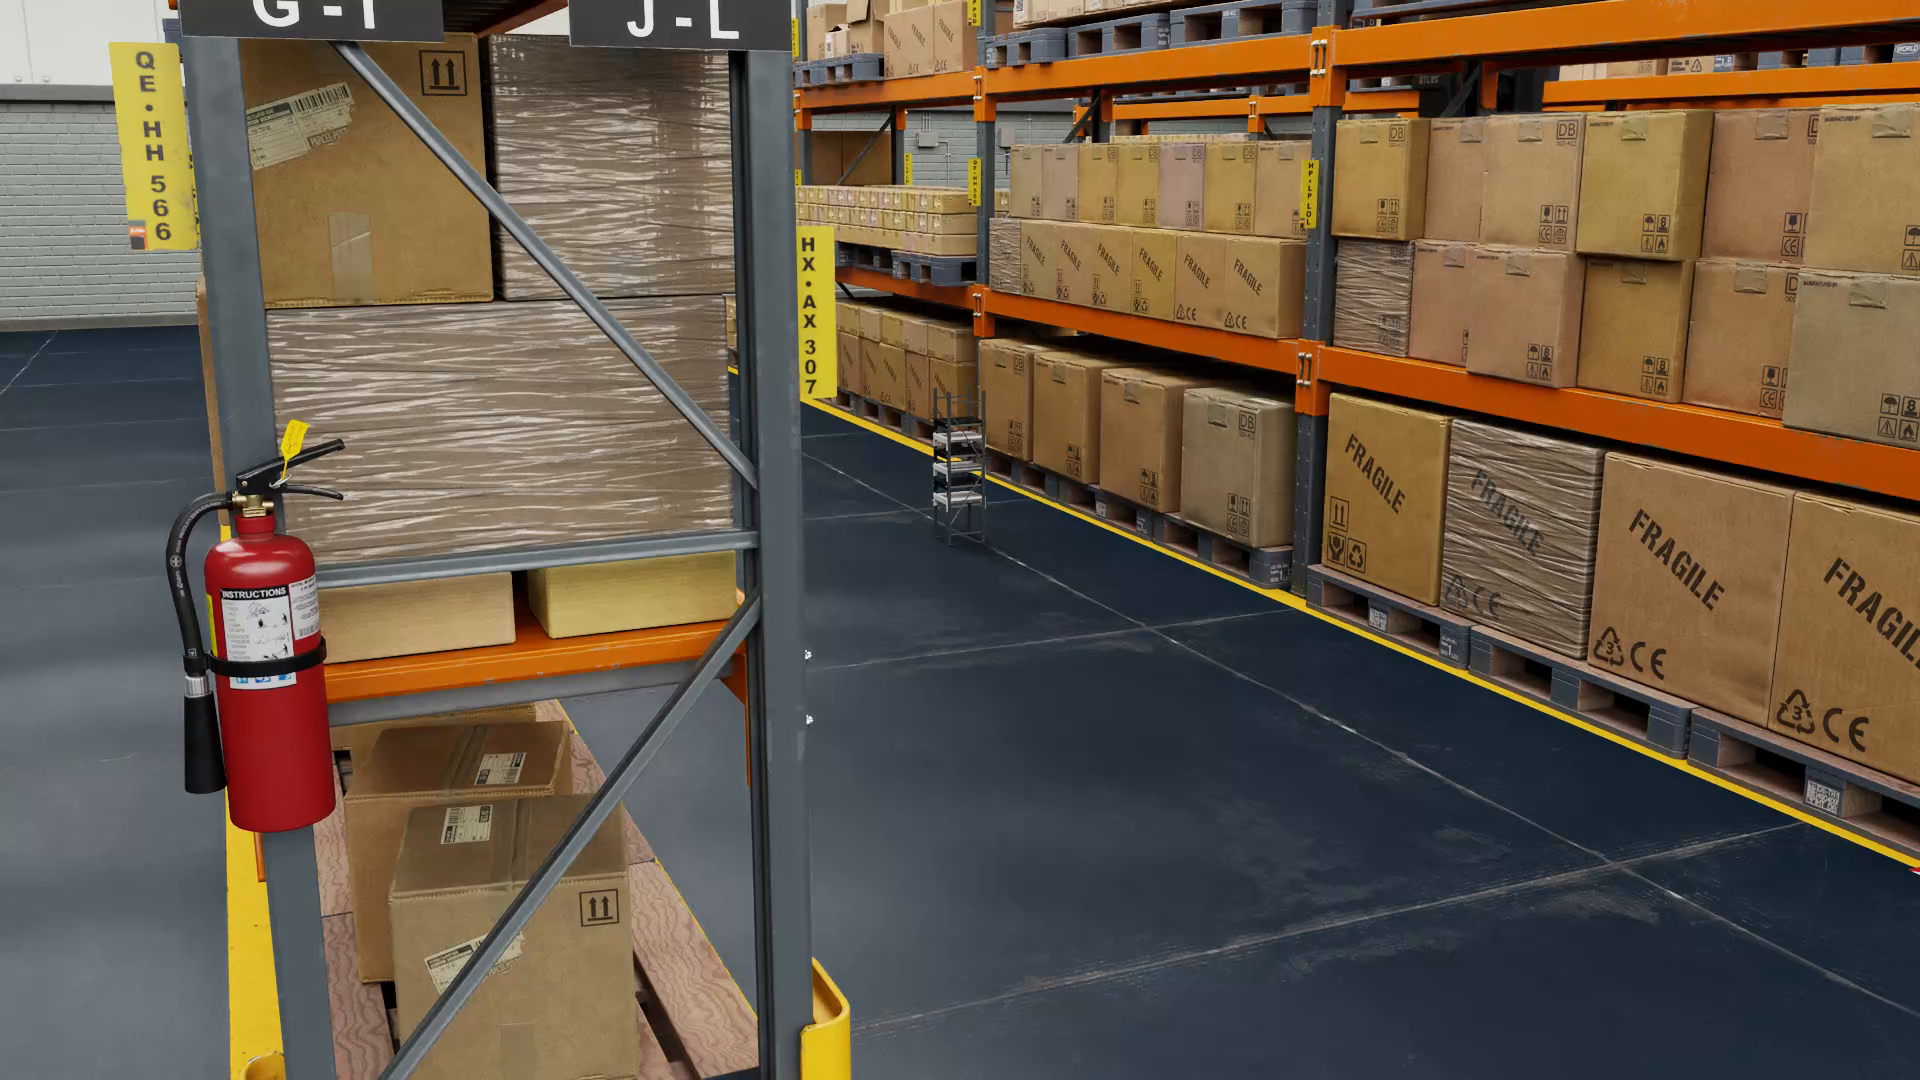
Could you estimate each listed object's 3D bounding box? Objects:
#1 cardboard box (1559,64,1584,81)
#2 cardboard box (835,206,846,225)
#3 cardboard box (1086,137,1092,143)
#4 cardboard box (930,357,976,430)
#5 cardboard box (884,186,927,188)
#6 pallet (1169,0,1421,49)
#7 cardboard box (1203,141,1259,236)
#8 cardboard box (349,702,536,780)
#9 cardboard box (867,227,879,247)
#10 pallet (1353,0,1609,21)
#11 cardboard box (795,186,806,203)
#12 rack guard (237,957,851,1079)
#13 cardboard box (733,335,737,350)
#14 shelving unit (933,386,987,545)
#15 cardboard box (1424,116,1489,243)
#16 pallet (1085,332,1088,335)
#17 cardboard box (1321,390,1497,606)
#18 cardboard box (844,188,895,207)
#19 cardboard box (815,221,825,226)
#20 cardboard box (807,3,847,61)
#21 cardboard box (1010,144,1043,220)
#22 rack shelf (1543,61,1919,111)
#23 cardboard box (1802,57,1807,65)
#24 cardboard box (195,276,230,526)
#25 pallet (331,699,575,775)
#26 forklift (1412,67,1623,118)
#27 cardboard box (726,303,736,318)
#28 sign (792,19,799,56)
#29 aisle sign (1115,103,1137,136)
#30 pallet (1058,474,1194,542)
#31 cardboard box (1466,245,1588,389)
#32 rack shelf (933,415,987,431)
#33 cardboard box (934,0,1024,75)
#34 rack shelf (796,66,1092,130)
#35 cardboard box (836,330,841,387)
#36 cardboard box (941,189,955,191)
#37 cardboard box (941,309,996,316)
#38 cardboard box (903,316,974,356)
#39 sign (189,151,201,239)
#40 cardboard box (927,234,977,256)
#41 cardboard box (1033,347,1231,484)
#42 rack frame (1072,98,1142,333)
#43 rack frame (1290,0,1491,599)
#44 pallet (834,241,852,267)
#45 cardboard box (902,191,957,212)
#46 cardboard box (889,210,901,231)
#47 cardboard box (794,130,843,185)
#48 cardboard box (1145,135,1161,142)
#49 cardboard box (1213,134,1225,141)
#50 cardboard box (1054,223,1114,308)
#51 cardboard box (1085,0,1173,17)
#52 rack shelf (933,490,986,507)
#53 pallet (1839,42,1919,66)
[{"bbox_3d":[5.064,-3.767,13.397,0.380,0.149,0.250,-6,14,-23],"label":"cardboard box"},{"bbox_3d":[-0.843,-2.755,14.087,0.380,0.149,0.250,-5,14,-21],"label":"cardboard box"},{"bbox_3d":[1.778,-4.914,20.574,0.380,0.149,0.250,-5,14,-22],"label":"cardboard box"},{"bbox_3d":[0.096,-1.139,12.752,0.500,0.500,0.500,-6,14,-23],"label":"cardboard box"},{"bbox_3d":[-0.454,-3.064,14.764,0.380,0.149,0.250,-6,14,-25],"label":"cardboard box"},{"bbox_3d":[1.789,-2.767,8.944,0.805,0.209,1.217,-6,14,-25],"label":"pallet"},{"bbox_3d":[1.789,-1.958,9.237,0.700,0.500,0.500,-6,14,-24],"label":"cardboard box"},{"bbox_3d":[-1.521,0.671,4.930,0.500,0.500,0.500,-4,14,-18],"label":"cardboard box"},{"bbox_3d":[-0.529,-2.448,13.421,0.380,0.149,0.250,-5,14,-21],"label":"cardboard box"},{"bbox_3d":[2.519,-2.462,7.399,1.003,0.211,1.213,-6,14,-23],"label":"pallet"},{"bbox_3d":[-1.267,-3.116,14.986,0.380,0.149,0.250,-5,14,-20],"label":"cardboard box"},{"bbox_3d":[-0.812,1.242,3.395,1.175,0.500,0.348,-6,14,-23],"label":"rack guard"},{"bbox_3d":[-2.192,-2.108,17.717,0.380,0.149,0.250,-6,14,-26],"label":"cardboard box"},{"bbox_3d":[-0.003,-0.440,9.776,0.258,0.900,0.210,-6,14,-23],"label":"shelving unit"},{"bbox_3d":[2.644,-1.630,7.535,0.875,0.550,0.550,-6,14,-23],"label":"cardboard box"},{"bbox_3d":[2.281,-2.644,20.827,1.003,0.211,1.213,-6,14,-23],"label":"pallet"},{"bbox_3d":[2.389,-0.247,8.065,0.875,0.875,0.875,-5,14,-22],"label":"cardboard box"},{"bbox_3d":[-0.748,-2.849,13.832,0.380,0.149,0.250,-5,14,-21],"label":"cardboard box"},{"bbox_3d":[-1.054,-2.717,14.583,0.380,0.149,0.250,-6,14,-23],"label":"cardboard box"},{"bbox_3d":[-0.953,-4.493,14.825,0.700,0.500,0.500,-6,14,-23],"label":"cardboard box"},{"bbox_3d":[0.769,-2.482,11.504,0.700,0.500,0.500,-6,14,-23],"label":"cardboard box"},{"bbox_3d":[5.895,-3.206,12.012,1.077,0.370,4.000,-6,14,-23],"label":"rack shelf"},{"bbox_3d":[8.786,-4.859,17.010,0.380,0.149,0.250,-5,14,-21],"label":"cardboard box"},{"bbox_3d":[-1.287,-0.362,3.902,0.875,0.500,0.500,-6,14,-23],"label":"cardboard box"},{"bbox_3d":[-2.083,0.707,6.345,1.003,0.211,1.213,-6,14,-23],"label":"pallet"},{"bbox_3d":[3.879,-1.850,11.363,1.130,2.935,3.031,-7,15,-29],"label":"forklift"},{"bbox_3d":[-2.328,-2.506,18.117,0.380,0.149,0.250,-6,14,-26],"label":"cardboard box"},{"bbox_3d":[-1.498,-4.529,14.988,0.100,0.325,0.005,-6,14,-23],"label":"sign"},{"bbox_3d":[2.144,-5.470,21.088,0.394,0.787,0.004,-6,14,-23],"label":"aisle sign"},{"bbox_3d":[1.330,-0.260,10.526,1.003,0.211,1.213,-6,14,-23],"label":"pallet"},{"bbox_3d":[2.709,-0.978,7.110,0.875,0.550,0.550,-6,14,-23],"label":"cardboard box"},{"bbox_3d":[-0.003,-0.671,9.722,0.258,0.077,0.200,-6,14,-23],"label":"rack shelf"},{"bbox_3d":[0.137,-3.645,12.093,0.500,0.500,0.500,-6,14,-23],"label":"cardboard box"},{"bbox_3d":[-0.202,-3.564,13.560,1.077,0.370,4.000,-6,14,-23],"label":"rack shelf"},{"bbox_3d":[-0.951,-1.677,15.074,0.500,0.500,0.500,-5,14,-21],"label":"cardboard box"},{"bbox_3d":[0.063,-2.797,13.607,0.380,0.149,0.250,-5,14,-21],"label":"cardboard box"},{"bbox_3d":[0.155,-1.765,13.792,0.500,0.250,0.500,-6,14,-23],"label":"cardboard box"},{"bbox_3d":[-0.128,-1.613,13.137,0.500,0.250,0.500,-5,14,-22],"label":"cardboard box"},{"bbox_3d":[-2.891,-1.300,6.266,0.100,0.325,0.005,-6,14,-23],"label":"sign"},{"bbox_3d":[-0.020,-2.183,12.274,0.380,0.149,0.250,-5,14,-22],"label":"cardboard box"},{"bbox_3d":[1.114,-0.834,10.881,1.050,0.750,0.750,-5,14,-22],"label":"cardboard box"},{"bbox_3d":[1.889,-4.161,21.196,1.000,3.000,0.127,-6,14,-23],"label":"rack frame"},{"bbox_3d":[2.201,-1.214,8.462,1.000,3.000,0.127,-6,14,-23],"label":"rack frame"},{"bbox_3d":[-0.831,-2.602,14.886,1.003,0.211,1.213,-6,14,-23],"label":"pallet"},{"bbox_3d":[-0.221,-2.578,12.664,0.380,0.149,0.250,-5,14,-21],"label":"cardboard box"},{"bbox_3d":[-0.332,-2.489,12.938,0.380,0.149,0.250,-6,14,-23],"label":"cardboard box"},{"bbox_3d":[-1.440,-3.620,15.759,0.500,0.500,0.500,-6,14,-25],"label":"cardboard box"},{"bbox_3d":[2.360,-4.590,19.173,0.380,0.149,0.250,-6,14,-24],"label":"cardboard box"},{"bbox_3d":[2.979,-4.338,18.083,0.380,0.149,0.250,-6,14,-23],"label":"cardboard box"},{"bbox_3d":[0.939,-1.763,10.612,0.500,0.500,0.500,-6,14,-23],"label":"cardboard box"},{"bbox_3d":[1.094,-3.332,10.008,0.500,0.311,0.500,-6,14,-24],"label":"cardboard box"},{"bbox_3d":[-0.003,-0.232,9.824,0.258,0.077,0.200,-6,14,-23],"label":"rack shelf"},{"bbox_3d":[6.546,-3.189,10.759,1.213,0.211,1.003,-6,14,-23],"label":"pallet"}]
